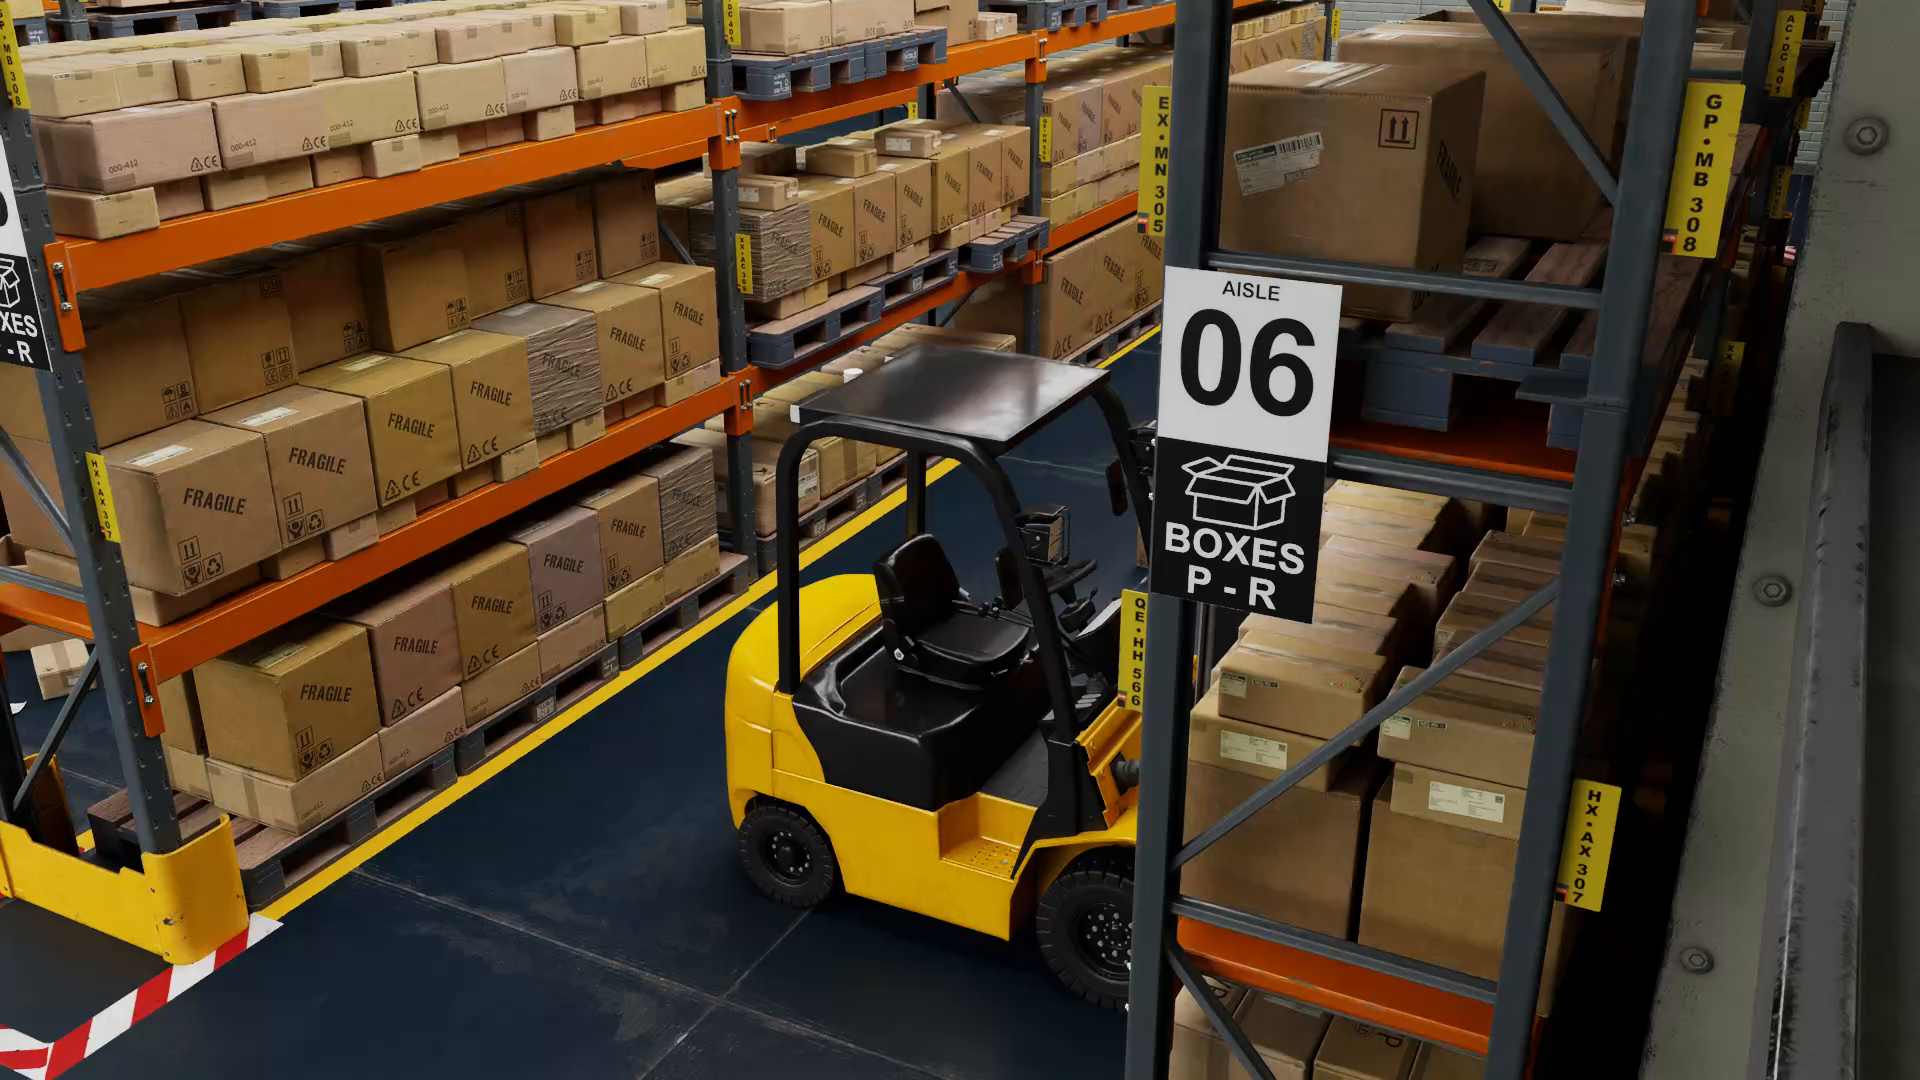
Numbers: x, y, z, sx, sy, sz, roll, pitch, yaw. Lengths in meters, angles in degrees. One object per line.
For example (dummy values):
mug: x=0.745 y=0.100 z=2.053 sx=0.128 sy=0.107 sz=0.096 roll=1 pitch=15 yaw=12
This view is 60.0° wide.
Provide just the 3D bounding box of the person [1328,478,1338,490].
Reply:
person: x=2.657 y=-1.034 z=10.725 sx=0.571 sy=1.744 sz=0.432 roll=20 pitch=30 yaw=39
